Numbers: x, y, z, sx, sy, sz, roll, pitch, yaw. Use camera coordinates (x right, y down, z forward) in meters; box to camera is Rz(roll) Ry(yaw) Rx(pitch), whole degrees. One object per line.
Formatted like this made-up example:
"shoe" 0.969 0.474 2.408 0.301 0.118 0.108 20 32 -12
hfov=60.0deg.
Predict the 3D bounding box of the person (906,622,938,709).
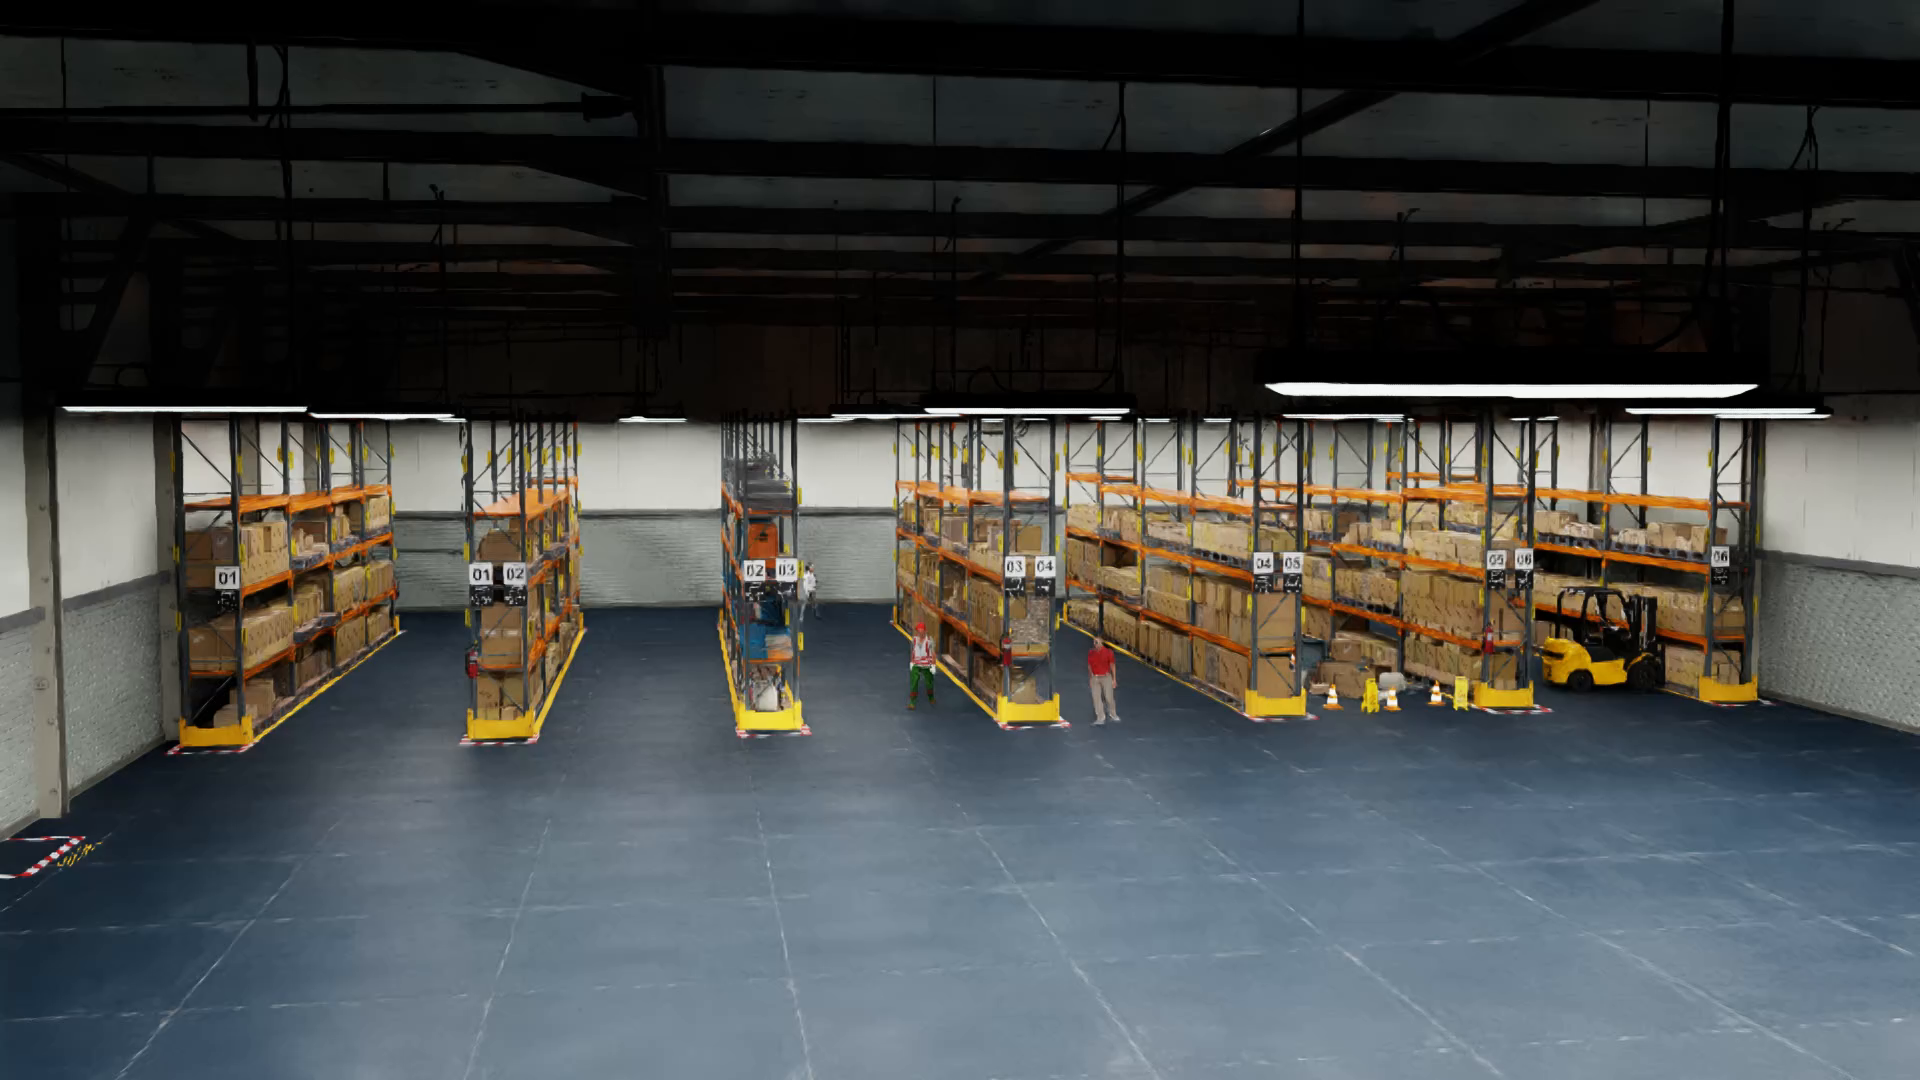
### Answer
"person" -0.766 2.524 33.569 0.590 1.747 0.984 1 4 13

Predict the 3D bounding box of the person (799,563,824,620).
"person" -4.373 1.487 48.622 0.541 1.672 0.685 2 4 27

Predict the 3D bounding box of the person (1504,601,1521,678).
"person" 12.384 2.229 37.544 0.576 1.718 0.626 2 4 22

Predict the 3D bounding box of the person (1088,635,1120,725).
"person" 2.747 2.655 31.731 0.600 1.713 0.567 2 4 26
